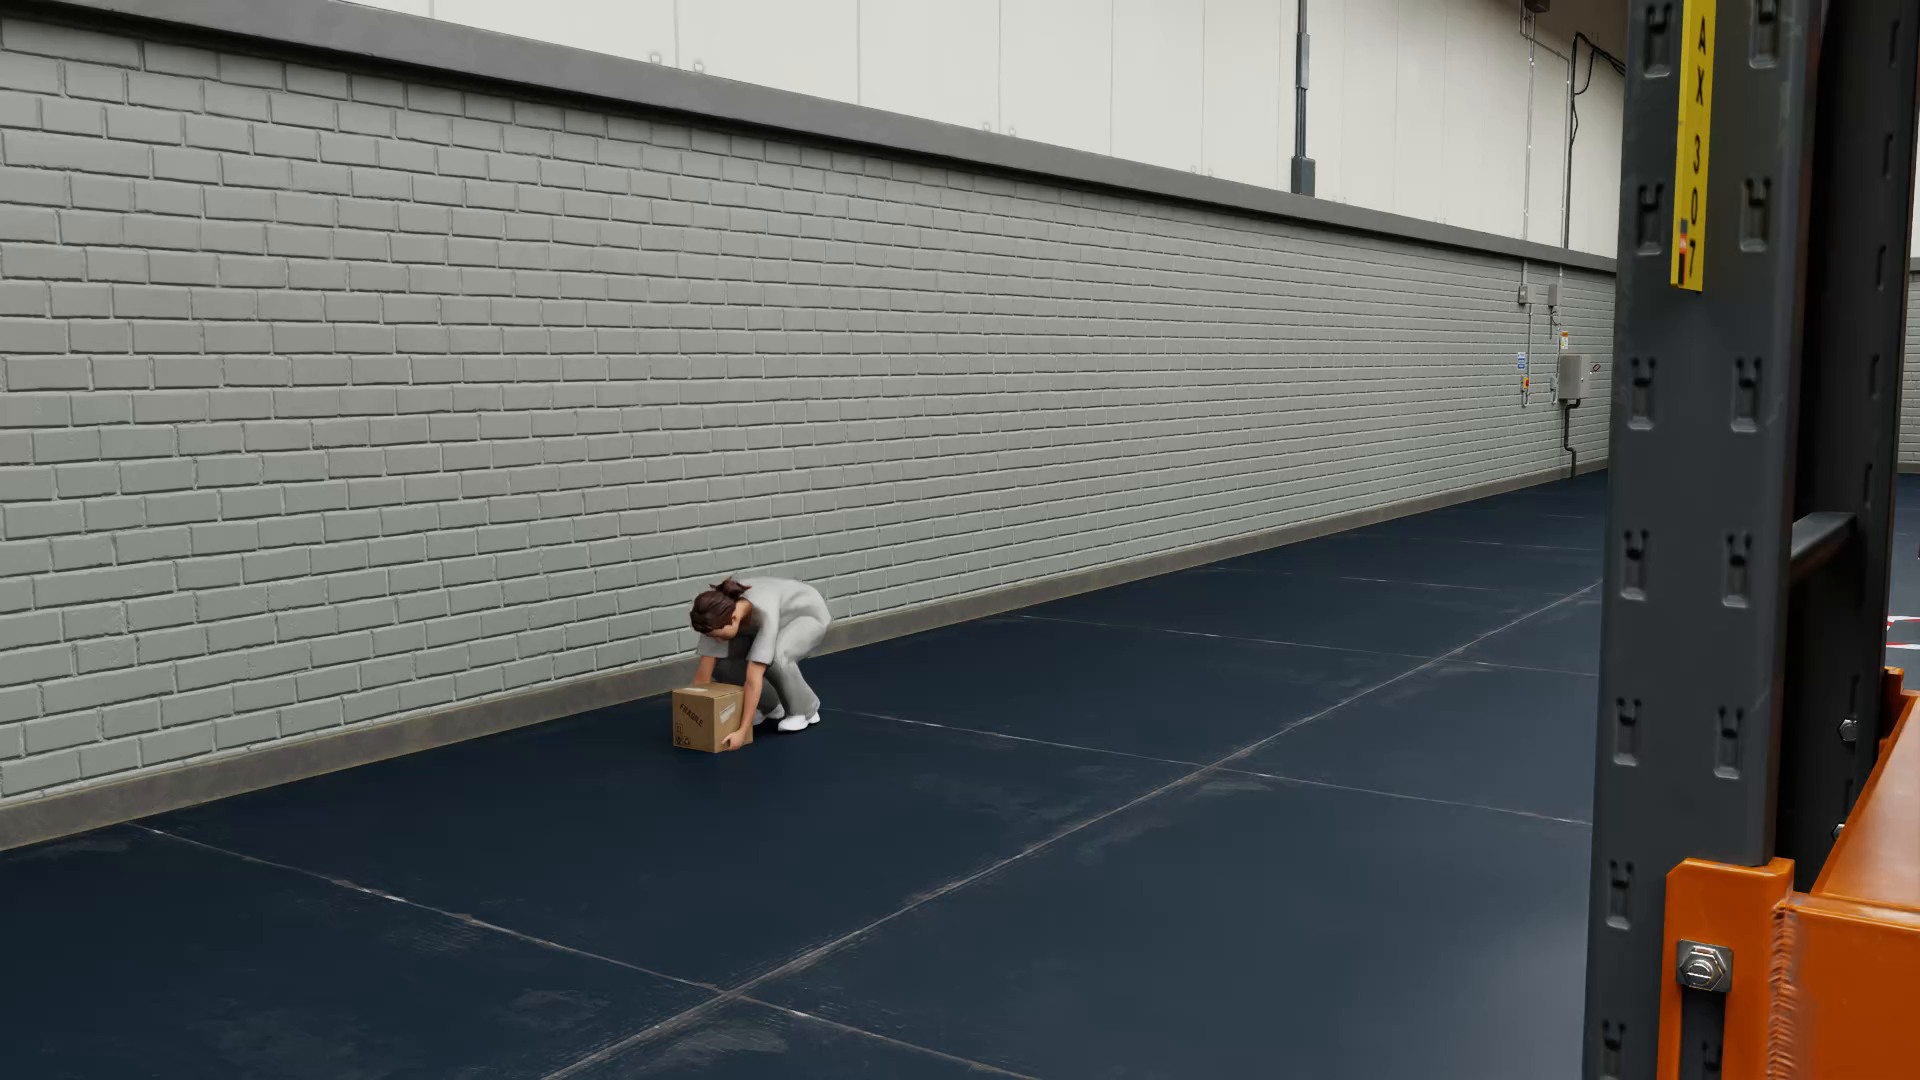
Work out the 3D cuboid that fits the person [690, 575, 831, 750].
[{"bbox_3d":[-0.931,0.516,7.596,0.458,0.764,0.863,4,8,32],"label":"person"}]
